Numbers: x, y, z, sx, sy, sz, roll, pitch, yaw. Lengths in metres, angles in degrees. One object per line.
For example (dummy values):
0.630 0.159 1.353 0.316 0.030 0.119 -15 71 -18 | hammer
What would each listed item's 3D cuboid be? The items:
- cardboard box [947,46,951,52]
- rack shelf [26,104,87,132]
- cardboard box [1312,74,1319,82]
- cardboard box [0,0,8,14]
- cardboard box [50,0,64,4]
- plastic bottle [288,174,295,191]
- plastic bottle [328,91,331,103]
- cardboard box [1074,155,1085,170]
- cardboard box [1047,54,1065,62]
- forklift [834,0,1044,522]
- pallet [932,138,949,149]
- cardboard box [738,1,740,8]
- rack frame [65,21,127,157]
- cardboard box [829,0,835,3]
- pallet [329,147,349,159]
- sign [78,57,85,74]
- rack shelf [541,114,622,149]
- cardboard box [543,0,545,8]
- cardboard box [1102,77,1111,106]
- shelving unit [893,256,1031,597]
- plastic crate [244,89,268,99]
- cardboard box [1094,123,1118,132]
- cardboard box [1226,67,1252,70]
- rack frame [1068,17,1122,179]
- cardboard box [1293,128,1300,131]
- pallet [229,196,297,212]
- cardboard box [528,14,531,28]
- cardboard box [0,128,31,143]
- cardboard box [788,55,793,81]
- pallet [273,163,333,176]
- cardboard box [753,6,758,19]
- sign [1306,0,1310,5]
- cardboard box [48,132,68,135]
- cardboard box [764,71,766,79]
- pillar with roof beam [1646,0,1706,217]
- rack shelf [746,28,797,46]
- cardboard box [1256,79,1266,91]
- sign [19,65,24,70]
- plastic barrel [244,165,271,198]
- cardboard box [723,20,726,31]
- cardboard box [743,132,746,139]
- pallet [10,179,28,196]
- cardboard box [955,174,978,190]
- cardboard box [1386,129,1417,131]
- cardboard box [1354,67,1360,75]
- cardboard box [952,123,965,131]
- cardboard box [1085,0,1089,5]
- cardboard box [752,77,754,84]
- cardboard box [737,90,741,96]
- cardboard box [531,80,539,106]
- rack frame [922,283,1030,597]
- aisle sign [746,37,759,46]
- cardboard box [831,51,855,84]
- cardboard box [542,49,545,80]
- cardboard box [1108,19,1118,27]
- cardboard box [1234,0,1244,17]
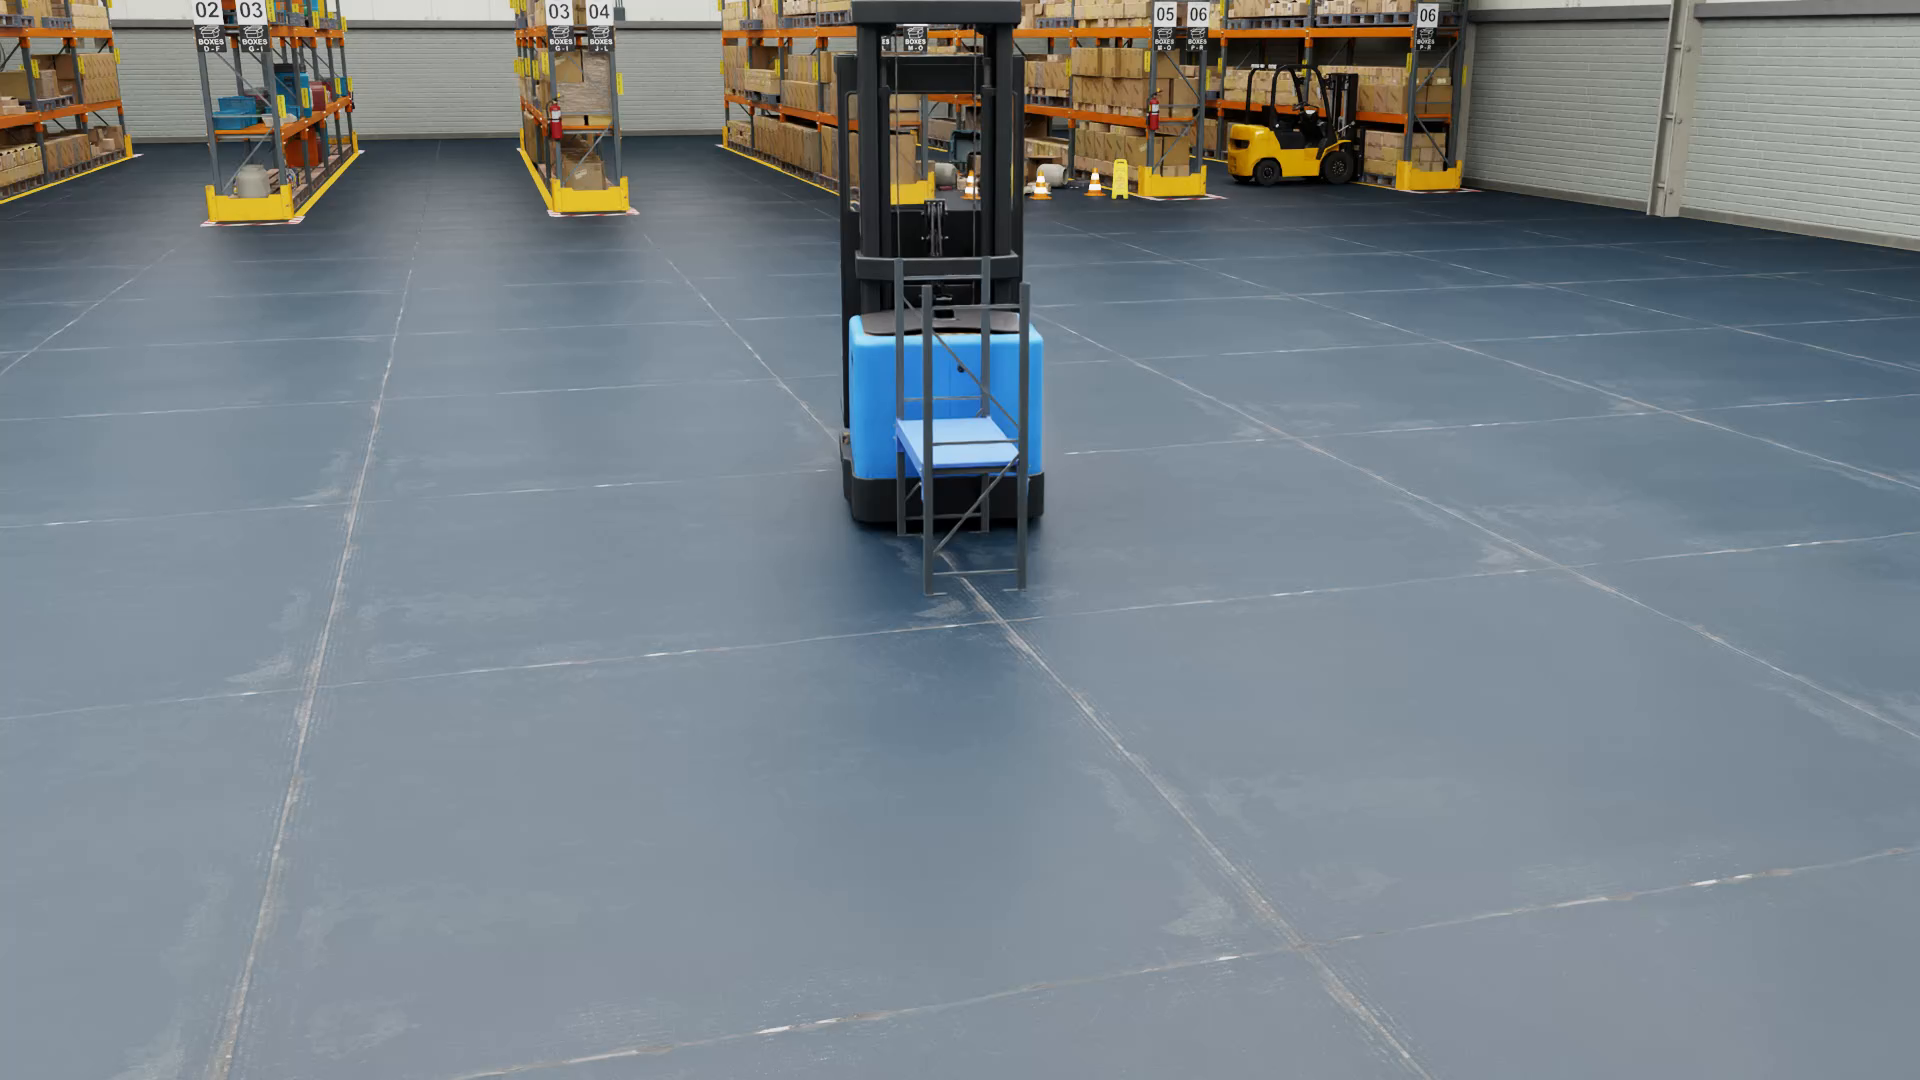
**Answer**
-0.095 -11.860 40.182 0.380 0.149 0.250 -5 17 -16 | cardboard box
-18.095 -8.279 32.551 1.077 0.370 4.000 -5 17 -15 | rack shelf
7.214 -9.173 32.974 0.380 0.149 0.250 -5 17 -16 | cardboard box
-17.367 -9.516 29.733 0.500 0.250 0.500 -6 18 -19 | cardboard box
-18.815 -11.272 34.137 0.700 0.500 0.500 -5 17 -15 | cardboard box
-10.959 -5.857 27.215 0.097 0.271 0.097 0 17 0 | plastic bottle
-13.462 -9.425 35.330 0.152 0.276 0.135 -5 17 -15 | plastic bottle
2.511 -7.230 31.856 0.500 0.250 0.500 -6 18 -18 | cardboard box
1.964 -9.606 33.167 0.380 0.149 0.250 -5 18 -18 | cardboard box
-0.192 -1.877 10.105 1.130 2.935 3.031 -2 17 -5 | forklift
-0.063 -9.962 41.749 1.003 0.211 1.213 -5 17 -15 | pallet
-4.965 -12.471 38.741 0.380 0.149 0.250 -5 18 -17 | cardboard box
-19.744 -10.284 37.973 1.000 3.000 0.127 -5 17 -15 | rack frame
-1.979 -9.431 28.759 0.500 0.250 0.500 -5 17 -16 | cardboard box
-14.460 -8.771 37.783 1.003 0.211 1.213 -5 17 -15 | pallet
-18.112 -9.777 34.272 0.100 0.325 0.005 -5 17 -15 | sign
-6.371 -6.849 27.788 1.077 0.370 4.000 -5 17 -15 | rack shelf
-6.198 -8.248 25.549 0.380 0.149 0.250 -5 17 -15 | cardboard box
2.905 -8.161 30.217 0.500 0.500 0.500 -4 17 -15 | cardboard box
-0.008 -0.602 8.349 0.538 1.500 1.048 -3 17 -9 | shelving unit
-12.110 -7.495 28.579 0.402 0.464 0.583 -5 17 -15 | plastic crate
2.707 -7.644 30.804 0.380 0.149 0.250 -4 17 -12 | cardboard box
6.289 -10.434 37.568 0.500 0.500 0.500 -4 17 -13 | cardboard box
2.608 -8.530 32.135 1.000 3.000 0.127 -5 17 -15 | rack frame
7.225 -8.131 34.204 0.875 0.625 0.625 -4 17 -13 | cardboard box
-10.868 -5.155 25.748 1.003 0.211 1.213 -5 17 -15 | pallet
-7.995 -9.925 31.827 0.500 0.250 0.500 -4 17 -14 | cardboard box
-18.048 -7.699 31.645 0.500 0.250 0.500 -4 17 -13 | cardboard box
-3.109 -9.619 33.848 0.700 0.500 0.500 -5 17 -16 | cardboard box
-13.039 -7.341 33.023 1.003 0.211 1.213 -5 17 -15 | pallet
-4.282 -11.659 36.761 0.500 0.311 0.500 -5 17 -16 | cardboard box
6.860 -10.713 32.742 0.100 0.325 0.005 -5 17 -15 | sign
-19.074 -8.326 35.036 0.500 0.500 0.500 -5 17 -15 | cardboard box
-3.937 -9.824 35.116 0.380 0.149 0.250 -4 17 -14 | cardboard box
6.664 -8.954 23.119 9.100 9.000 0.400 -5 17 -15 | pillar with roof beam
-3.773 -10.862 35.936 1.077 0.370 4.000 -5 17 -15 | rack shelf
6.595 -9.631 35.193 0.500 0.250 0.500 -4 17 -14 | cardboard box
-19.165 -9.547 34.015 0.100 0.325 0.005 -5 17 -15 | sign
-10.976 -5.573 25.885 0.421 0.512 0.421 0 17 0 | plastic barrel
-5.544 -12.650 40.899 0.500 0.250 0.500 -4 17 -13 | cardboard box
-4.891 -9.510 39.107 0.380 0.149 0.250 -5 18 -17 | cardboard box
-17.025 -6.168 29.118 1.003 0.211 1.213 -5 17 -15 | pallet
0.120 -6.471 30.034 0.396 0.266 0.258 -2 17 -6 | cardboard box
8.261 -7.605 31.368 0.500 0.250 0.500 -5 17 -16 | cardboard box
7.698 -8.895 31.532 0.380 0.149 0.250 -5 17 -15 | cardboard box
0.340 -9.899 40.416 0.875 0.438 0.875 -5 17 -16 | cardboard box
2.544 -9.972 30.772 0.380 0.149 0.250 -5 18 -17 | cardboard box
-4.363 -10.112 36.592 0.380 0.149 0.250 -4 17 -13 | cardboard box
-5.125 -10.690 39.764 0.380 0.149 0.250 -4 17 -14 | cardboard box
-8.394 -9.018 33.585 0.500 0.500 0.500 -4 17 -14 | cardboard box
0.074 -0.458 7.868 0.500 1.500 0.032 -3 17 -9 | rack frame
-5.153 -12.719 41.561 0.394 0.787 0.004 -5 17 -15 | aisle sign
-1.776 -8.292 29.204 0.875 0.550 0.550 -5 17 -15 | cardboard box
-6.617 -7.857 27.466 0.500 0.500 0.500 -5 17 -15 | cardboard box
2.875 -9.238 29.714 0.380 0.149 0.250 -5 17 -16 | cardboard box
6.245 -11.544 35.876 0.500 0.500 0.500 -5 17 -15 | cardboard box
